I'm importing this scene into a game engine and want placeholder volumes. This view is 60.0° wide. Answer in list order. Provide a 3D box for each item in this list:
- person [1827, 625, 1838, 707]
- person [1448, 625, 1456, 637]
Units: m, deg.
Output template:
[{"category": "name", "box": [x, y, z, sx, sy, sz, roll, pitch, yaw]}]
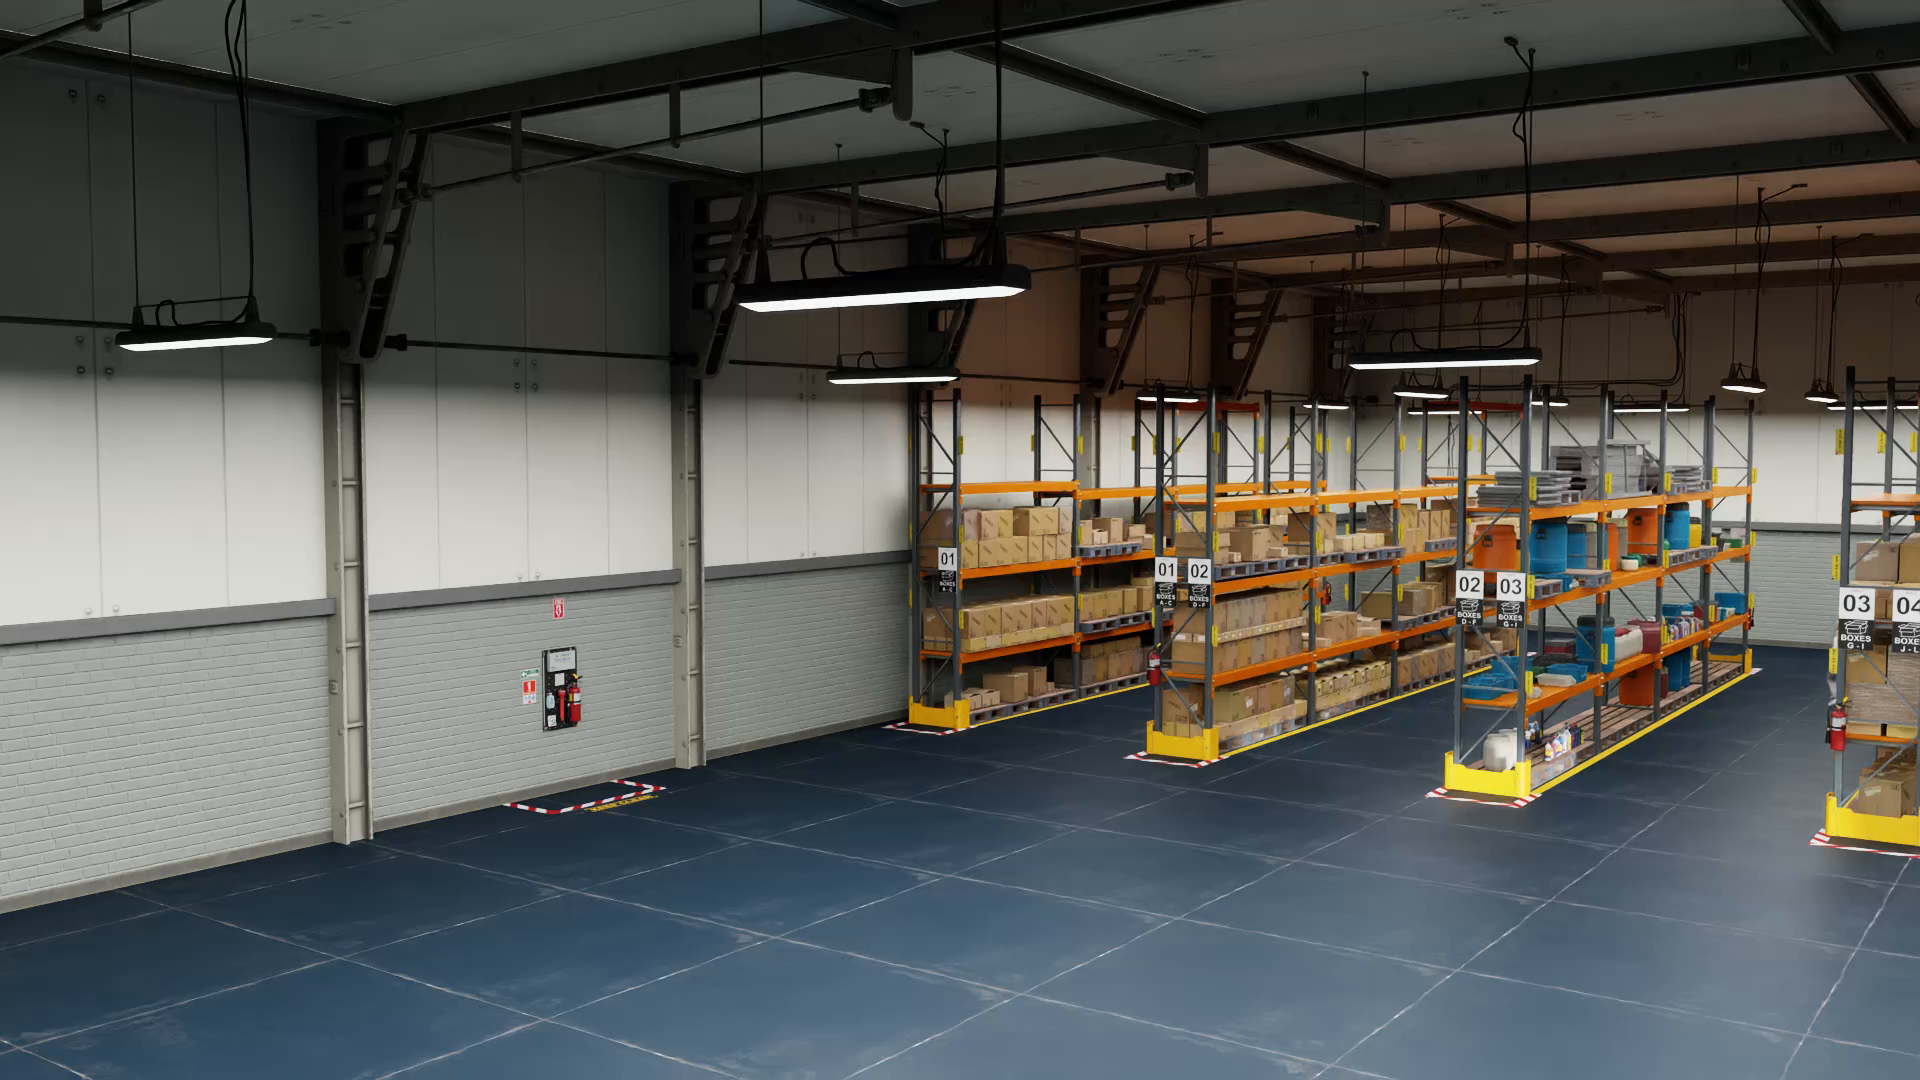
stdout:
[{"category": "person", "box": [16.846, 2.399, 31.778, 0.446, 1.612, 0.372, 0, 3, -3]}, {"category": "person", "box": [12.282, 1.835, 41.169, 1.042, 1.605, 0.487, -1, 4, -24]}]
